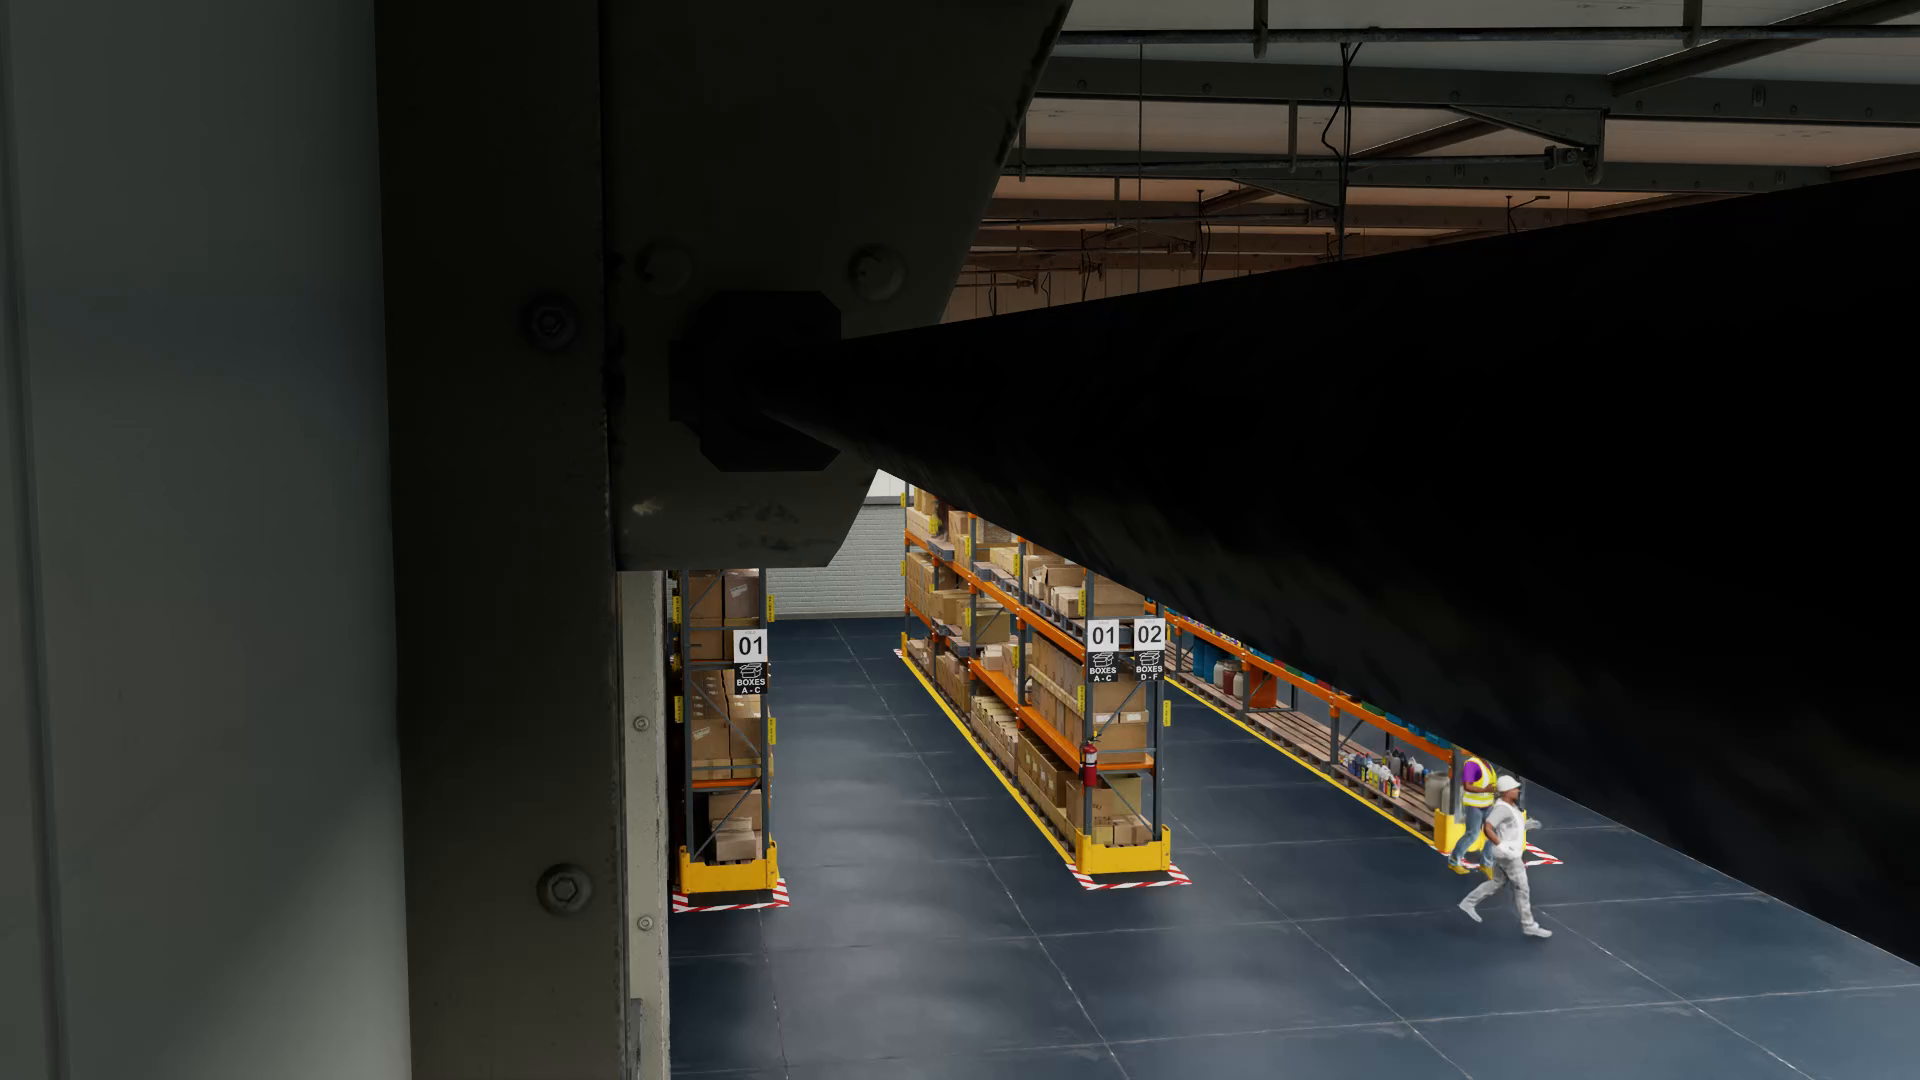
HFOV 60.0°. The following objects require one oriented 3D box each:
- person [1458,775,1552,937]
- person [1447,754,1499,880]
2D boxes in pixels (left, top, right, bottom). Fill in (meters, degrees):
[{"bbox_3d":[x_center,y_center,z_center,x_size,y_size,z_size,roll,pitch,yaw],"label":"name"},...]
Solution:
[{"bbox_3d":[6.095,3.495,18.529,1.003,1.765,0.685,2,6,15],"label":"person"},{"bbox_3d":[6.430,3.320,20.614,0.663,1.824,0.707,5,8,42],"label":"person"}]
